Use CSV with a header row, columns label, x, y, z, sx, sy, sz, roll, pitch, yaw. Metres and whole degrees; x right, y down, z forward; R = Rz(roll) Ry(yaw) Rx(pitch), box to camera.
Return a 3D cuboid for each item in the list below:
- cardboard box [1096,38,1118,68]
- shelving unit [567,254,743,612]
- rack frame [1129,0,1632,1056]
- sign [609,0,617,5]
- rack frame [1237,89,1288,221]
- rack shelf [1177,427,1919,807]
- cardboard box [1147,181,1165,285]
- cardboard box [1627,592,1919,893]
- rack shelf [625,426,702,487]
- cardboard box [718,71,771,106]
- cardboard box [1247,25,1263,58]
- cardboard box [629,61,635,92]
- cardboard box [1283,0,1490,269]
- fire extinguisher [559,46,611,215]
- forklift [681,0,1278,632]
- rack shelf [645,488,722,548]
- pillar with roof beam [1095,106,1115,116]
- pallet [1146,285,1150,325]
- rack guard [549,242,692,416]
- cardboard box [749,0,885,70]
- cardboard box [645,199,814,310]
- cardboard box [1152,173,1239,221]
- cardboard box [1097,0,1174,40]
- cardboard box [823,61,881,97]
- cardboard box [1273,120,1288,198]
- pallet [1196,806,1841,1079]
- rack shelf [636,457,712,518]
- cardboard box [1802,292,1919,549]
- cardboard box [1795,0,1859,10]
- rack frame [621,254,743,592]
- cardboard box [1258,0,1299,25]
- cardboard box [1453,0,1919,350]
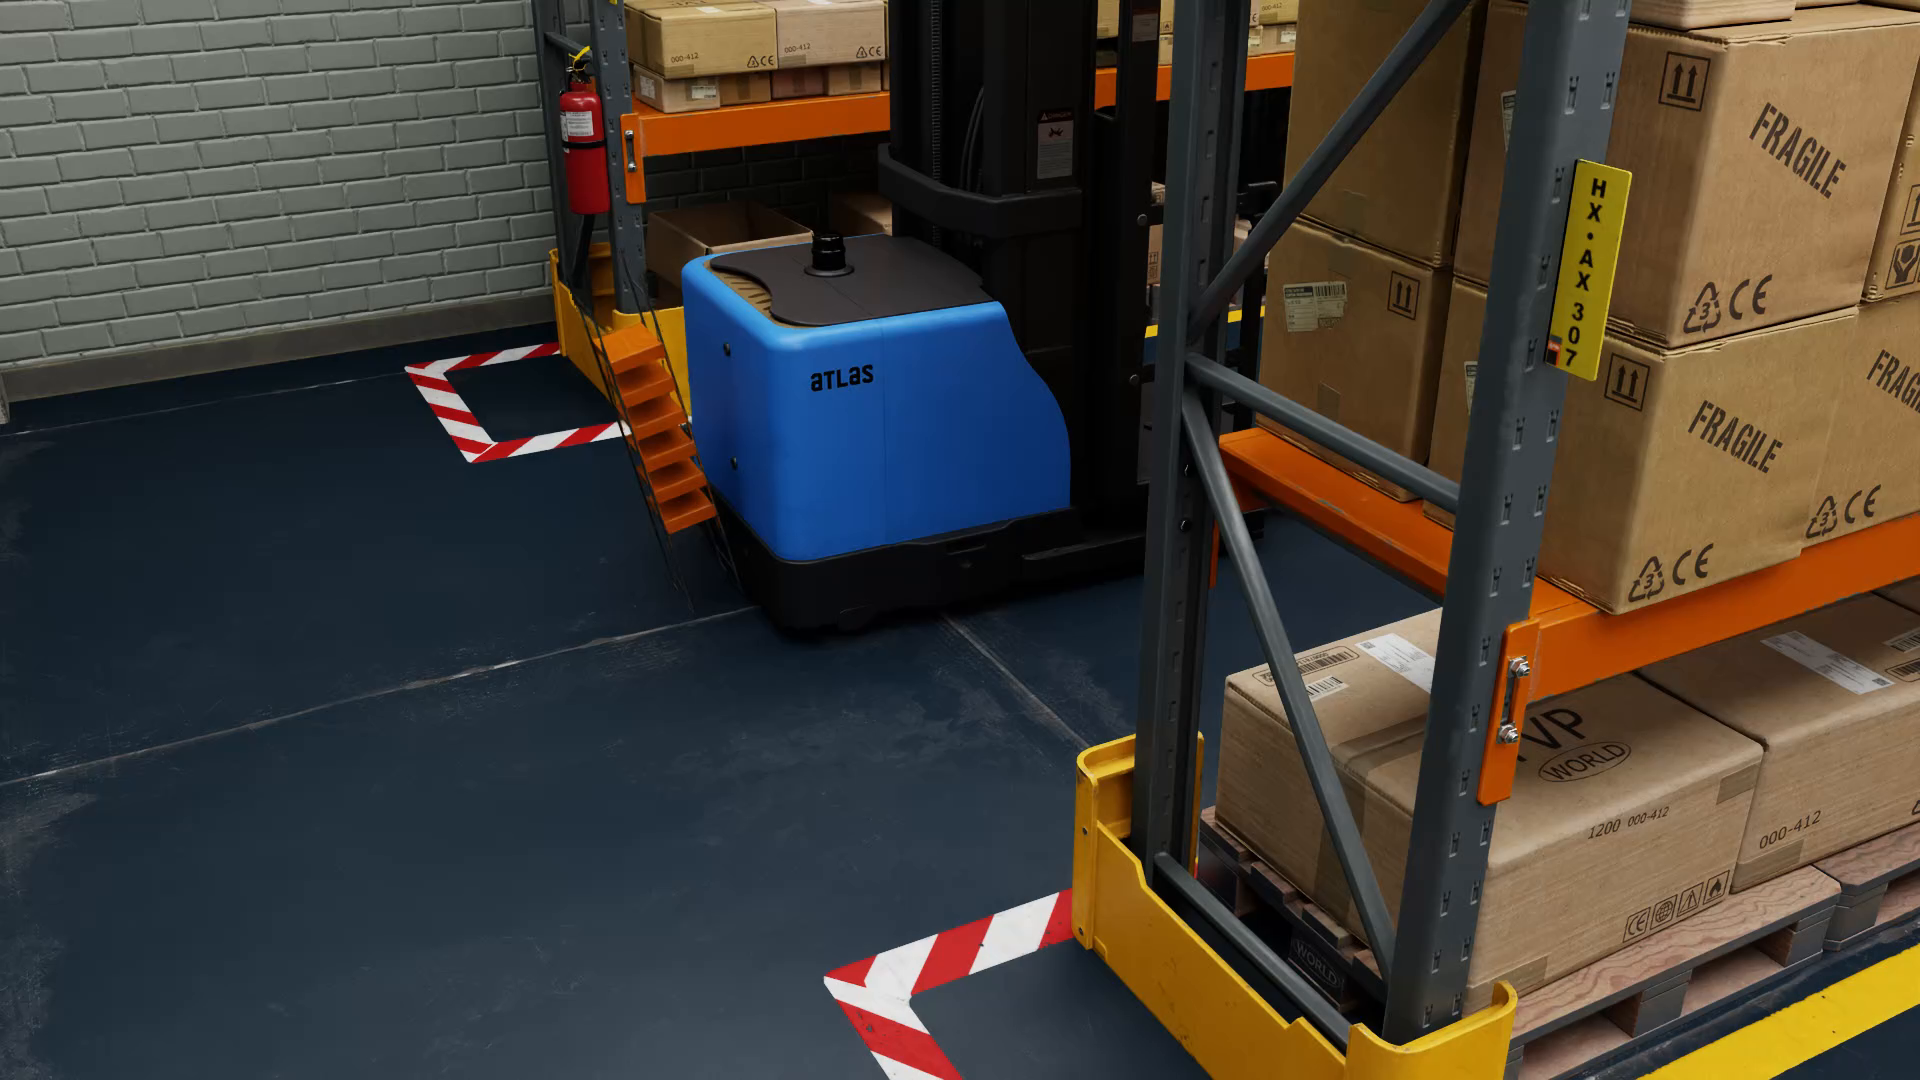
label,x,y,z,sx,sy,sz,roll,pitch,yaw
cardboard box,0.559,-2.394,8.061,0.250,0.149,0.380,-13,28,-24
shelving unit,-1.006,-0.336,5.547,0.189,1.200,0.258,-23,32,-16
rack frame,0.705,-0.198,3.197,0.127,3.000,1.000,-13,29,-25
sign,-1.378,-2.276,6.525,0.005,0.325,0.100,-13,29,-25
rack frame,1.896,-2.908,8.841,0.127,3.000,1.000,-13,29,-25
rack shelf,2.470,-0.281,4.202,4.000,0.370,1.077,-13,29,-25
cardboard box,0.639,-1.615,8.550,0.500,0.500,0.700,-14,29,-27
cardboard box,2.044,0.405,4.416,0.875,0.438,0.875,-12,28,-24
rack shelf,-0.997,-0.299,5.569,0.180,0.103,0.258,-23,32,-16
cardboard box,-1.012,-2.012,7.264,0.250,0.149,0.380,-12,28,-24
cardboard box,1.296,-2.510,8.302,0.250,0.149,0.380,-12,28,-24
cardboard box,-1.468,-2.150,7.553,0.250,0.149,0.380,-13,29,-26
cardboard box,1.019,-0.883,3.353,0.500,0.500,0.500,-12,28,-23
fire extinguisher,-1.546,-1.684,6.812,0.183,0.674,0.296,-13,29,-25
forklift,0.563,-1.441,5.864,3.031,2.935,1.130,-12,28,-23
rack shelf,-0.950,-0.097,5.691,0.180,0.103,0.258,-23,32,-16
pillar with roof beam,2.883,-4.171,4.540,0.400,9.000,9.100,-13,29,-25
pallet,0.211,-1.261,8.633,1.213,0.211,1.003,-13,29,-25
rack guard,-1.567,-0.982,7.717,0.348,0.500,1.175,-13,29,-25
cardboard box,-0.662,-2.252,7.304,0.500,0.250,0.500,-13,28,-25
cardboard box,-1.049,-1.246,7.778,0.637,0.503,0.797,-14,29,-27
cardboard box,1.202,-1.841,9.240,0.500,0.311,0.500,-12,28,-23
cardboard box,0.680,-2.573,7.974,0.500,0.250,0.500,-13,29,-25
cardboard box,-0.545,-2.107,7.462,0.250,0.149,0.380,-12,28,-23
cardboard box,2.190,-2.183,9.735,0.500,0.500,0.500,-13,29,-25
pallet,1.374,0.866,4.202,1.213,0.211,1.003,-13,29,-25
rack shelf,-0.974,-0.198,5.630,0.180,0.103,0.258,-23,32,-16
cardboard box,1.697,-0.345,3.388,0.500,0.500,0.500,-13,29,-26
cardboard box,1.347,-1.034,2.917,0.250,0.149,0.380,-12,28,-24
rack frame,-0.925,-0.370,5.573,0.006,1.200,0.240,-23,32,-16
cardboard box,1.561,-2.778,8.399,0.500,0.250,0.500,-12,28,-24
cardboard box,1.263,-0.683,2.936,0.500,0.500,0.500,-14,29,-26
